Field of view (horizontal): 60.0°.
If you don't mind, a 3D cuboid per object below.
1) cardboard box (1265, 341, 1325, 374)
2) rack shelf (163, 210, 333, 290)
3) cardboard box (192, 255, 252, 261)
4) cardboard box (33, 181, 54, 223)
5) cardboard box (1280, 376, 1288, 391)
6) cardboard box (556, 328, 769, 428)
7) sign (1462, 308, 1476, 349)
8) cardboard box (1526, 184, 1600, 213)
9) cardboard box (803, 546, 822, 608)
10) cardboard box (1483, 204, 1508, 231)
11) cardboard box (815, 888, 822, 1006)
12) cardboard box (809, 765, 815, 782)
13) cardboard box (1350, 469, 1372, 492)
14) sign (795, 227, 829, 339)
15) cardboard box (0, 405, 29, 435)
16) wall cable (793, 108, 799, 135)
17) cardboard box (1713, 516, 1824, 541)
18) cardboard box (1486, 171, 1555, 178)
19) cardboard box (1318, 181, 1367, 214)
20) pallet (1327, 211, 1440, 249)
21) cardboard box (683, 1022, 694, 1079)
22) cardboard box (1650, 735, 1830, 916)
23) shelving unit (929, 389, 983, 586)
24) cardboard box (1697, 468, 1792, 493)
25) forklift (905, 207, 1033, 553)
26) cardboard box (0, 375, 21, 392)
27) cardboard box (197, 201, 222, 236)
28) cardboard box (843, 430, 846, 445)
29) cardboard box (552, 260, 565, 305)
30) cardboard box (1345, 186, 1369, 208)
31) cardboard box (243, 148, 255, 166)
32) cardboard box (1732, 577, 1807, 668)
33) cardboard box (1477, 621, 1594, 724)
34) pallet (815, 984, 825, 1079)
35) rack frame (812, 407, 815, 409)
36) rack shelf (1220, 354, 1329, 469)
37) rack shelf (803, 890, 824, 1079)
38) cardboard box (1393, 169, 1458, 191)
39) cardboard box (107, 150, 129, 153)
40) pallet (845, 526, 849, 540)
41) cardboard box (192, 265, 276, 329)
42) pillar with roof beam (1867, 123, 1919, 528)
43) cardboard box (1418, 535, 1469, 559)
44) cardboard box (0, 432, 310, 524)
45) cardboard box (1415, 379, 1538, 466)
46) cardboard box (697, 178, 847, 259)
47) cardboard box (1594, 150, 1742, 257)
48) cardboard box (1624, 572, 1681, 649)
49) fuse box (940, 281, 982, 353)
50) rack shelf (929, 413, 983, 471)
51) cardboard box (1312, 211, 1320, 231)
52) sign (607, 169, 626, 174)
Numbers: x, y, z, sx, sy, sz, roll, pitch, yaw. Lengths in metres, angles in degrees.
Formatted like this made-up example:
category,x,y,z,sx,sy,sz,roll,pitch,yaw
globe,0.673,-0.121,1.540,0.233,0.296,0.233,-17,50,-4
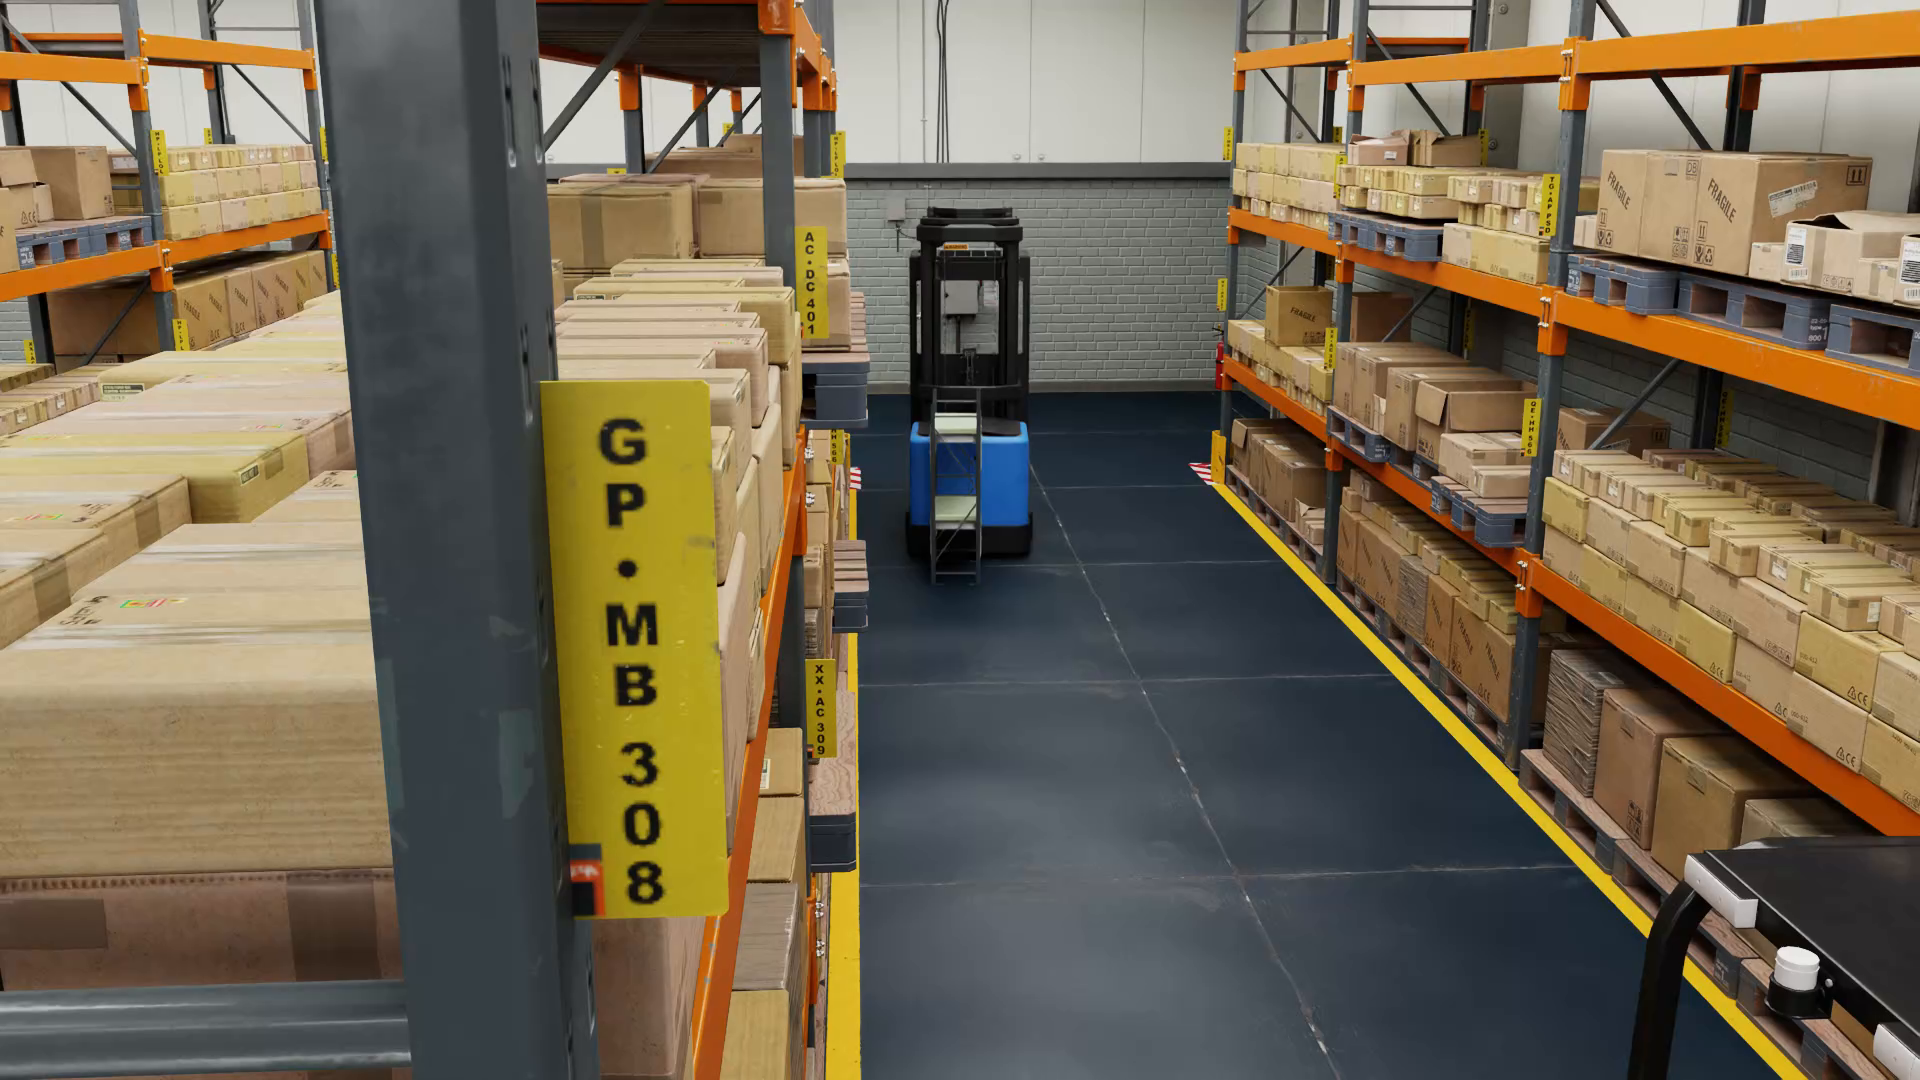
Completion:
category,x,y,z,sx,sy,sz,roll,pitch,yaw
cardboard box,3.110,-1.679,15.237,0.500,0.250,0.500,-1,14,-5
rack shelf,-6.533,-2.531,14.267,1.077,0.370,4.000,-1,14,-3
cardboard box,-6.856,-2.359,15.373,0.500,0.500,0.500,0,14,-2
cardboard box,-6.564,-2.320,11.340,0.500,0.311,0.500,-1,14,-4
cardboard box,3.130,-1.446,15.131,0.380,0.149,0.250,-1,14,-4
cardboard box,-0.550,-0.299,3.052,0.380,0.149,0.250,-1,14,-3
sign,4.033,-1.678,13.206,0.100,0.325,0.005,-1,14,-3
cardboard box,3.410,-1.912,9.320,0.380,0.149,0.250,0,14,-2
cardboard box,-0.655,0.126,5.573,0.380,0.149,0.250,-1,14,-4
cardboard box,3.418,-1.963,10.116,0.380,0.149,0.250,-1,14,-3
cardboard box,-1.062,1.719,6.756,0.950,0.372,0.625,0,14,0
cardboard box,-0.698,0.735,5.812,0.380,0.149,0.250,-1,14,-3
cardboard box,3.296,-0.467,13.096,0.380,0.149,0.250,-1,14,-4
sign,-0.438,-0.754,4.881,0.100,0.325,0.005,-1,14,-3
cardboard box,-6.079,-0.749,10.385,0.380,0.149,0.250,0,14,-2
wall cable,-2.356,-6.341,21.613,0.463,3.000,0.029,-1,14,-3
cardboard box,3.656,-0.008,7.536,0.380,0.149,0.250,-1,14,-3
cardboard box,3.736,-2.379,11.098,0.380,0.149,0.250,-1,14,-2
cardboard box,3.199,-2.748,13.373,0.500,0.250,0.500,-1,14,-3
pallet,3.450,-2.307,12.329,1.213,0.211,1.003,-1,14,-3
cardboard box,-0.428,0.535,1.411,0.380,0.149,0.250,-1,14,-3
cardboard box,3.842,1.318,7.805,0.875,0.625,0.625,-1,15,-6
shelving unit,-0.031,-0.447,13.753,0.431,1.500,0.755,0,14,0
cardboard box,4.032,-0.270,8.552,0.380,0.149,0.250,-1,14,-3
forklift,0.090,-1.616,15.425,1.130,2.935,3.031,0,14,0
cardboard box,-6.807,-1.061,11.597,0.380,0.149,0.250,-1,14,-3
cardboard box,-6.214,-2.553,13.210,0.500,0.250,0.500,-1,14,-4
cardboard box,-1.582,-0.825,16.514,0.875,0.438,0.875,-1,14,-5
cardboard box,-1.285,-0.675,4.514,0.380,0.149,0.250,-1,14,-4
cardboard box,3.082,-2.546,12.342,0.380,0.149,0.250,-1,14,-3
cardboard box,-6.270,-3.278,14.225,0.380,0.149,0.250,-1,14,-5
cardboard box,3.624,0.339,6.988,0.500,0.250,0.500,-1,14,-2
cardboard box,3.486,0.792,10.102,0.500,0.500,0.500,0,14,-2
pallet,-1.029,2.116,6.380,1.003,0.211,1.213,-1,14,-3
rack frame,-1.227,-0.036,9.146,1.000,3.000,0.127,-1,14,-3
rack shelf,3.355,-1.257,15.337,1.077,0.370,4.000,-1,14,-3
rack shelf,-0.855,1.805,3.436,1.077,0.370,4.000,-1,14,-3
cardboard box,3.238,-2.499,11.562,0.380,0.149,0.250,-1,14,-3
cardboard box,-6.683,-3.011,13.186,0.380,0.149,0.250,0,14,-1
pallet,-1.444,0.129,14.100,1.003,0.211,1.213,-1,14,-3
cardboard box,-6.272,-2.104,14.380,0.500,0.500,0.500,-1,14,-5
pillar with roof beam,0.411,-2.642,7.236,9.100,9.000,0.400,-1,14,-3
cardboard box,3.425,0.069,11.612,0.380,0.149,0.250,-1,14,-3
cardboard box,-1.023,-0.035,2.026,0.380,0.149,0.250,-1,14,-3
cardboard box,3.441,-0.770,10.949,0.797,0.503,0.637,-1,14,-5
cardboard box,-0.656,-1.142,5.880,0.500,0.250,0.500,-1,14,-5
cardboard box,3.529,-1.682,8.282,0.500,0.500,0.500,-1,14,-3
cardboard box,3.576,0.326,8.039,0.500,0.250,0.500,-1,14,-5
fuse box,0.010,-2.800,22.473,0.539,1.711,0.414,-1,14,-3
rack shelf,-0.031,-0.825,13.655,0.431,0.370,0.720,0,14,0
cardboard box,3.142,-2.652,13.798,0.380,0.149,0.250,0,14,-2
sign,-1.781,-1.771,8.673,0.100,0.325,0.005,-1,14,-3
